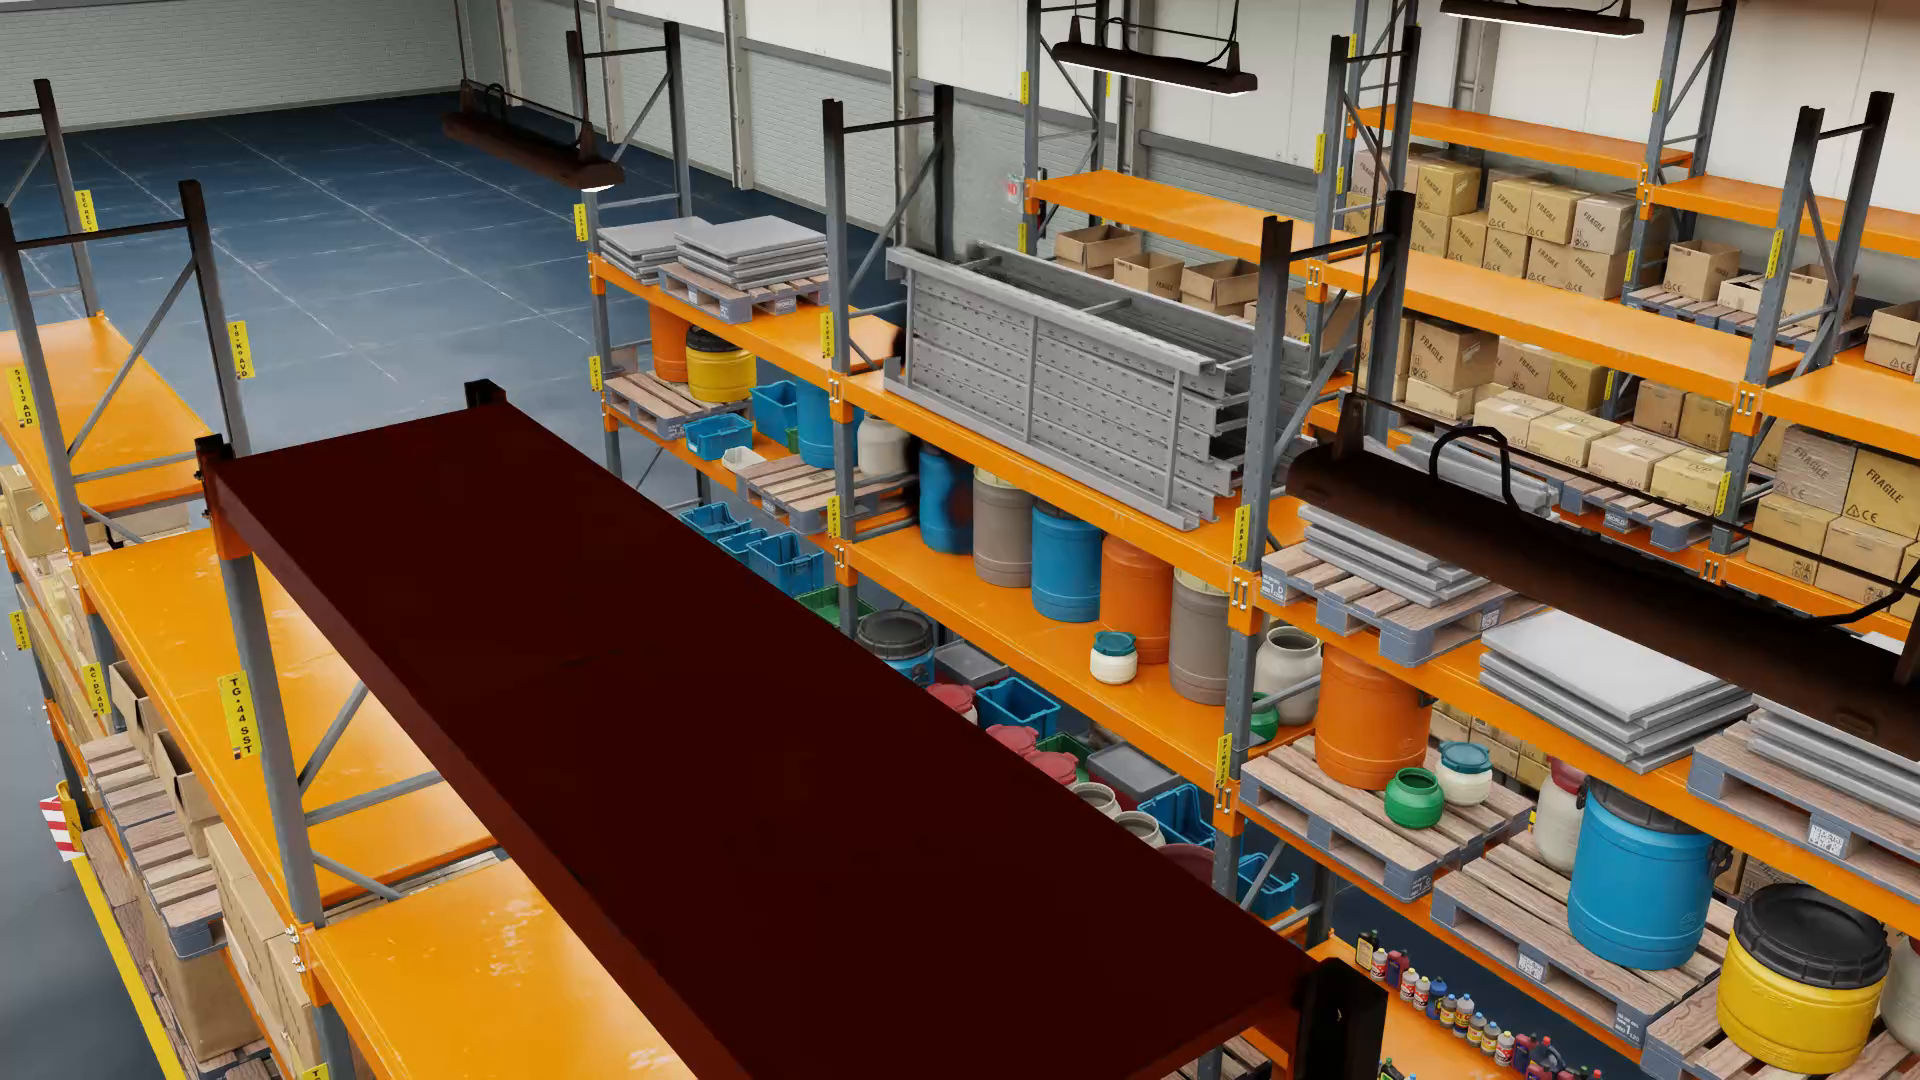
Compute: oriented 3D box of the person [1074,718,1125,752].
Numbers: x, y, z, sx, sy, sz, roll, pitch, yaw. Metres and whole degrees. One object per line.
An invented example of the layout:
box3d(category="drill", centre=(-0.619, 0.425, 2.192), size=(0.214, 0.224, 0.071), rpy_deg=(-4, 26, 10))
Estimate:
box3d(category="person", centre=(1.317, 1.209, 14.312), size=(0.673, 1.699, 0.944), rpy_deg=(-20, 31, -36))
